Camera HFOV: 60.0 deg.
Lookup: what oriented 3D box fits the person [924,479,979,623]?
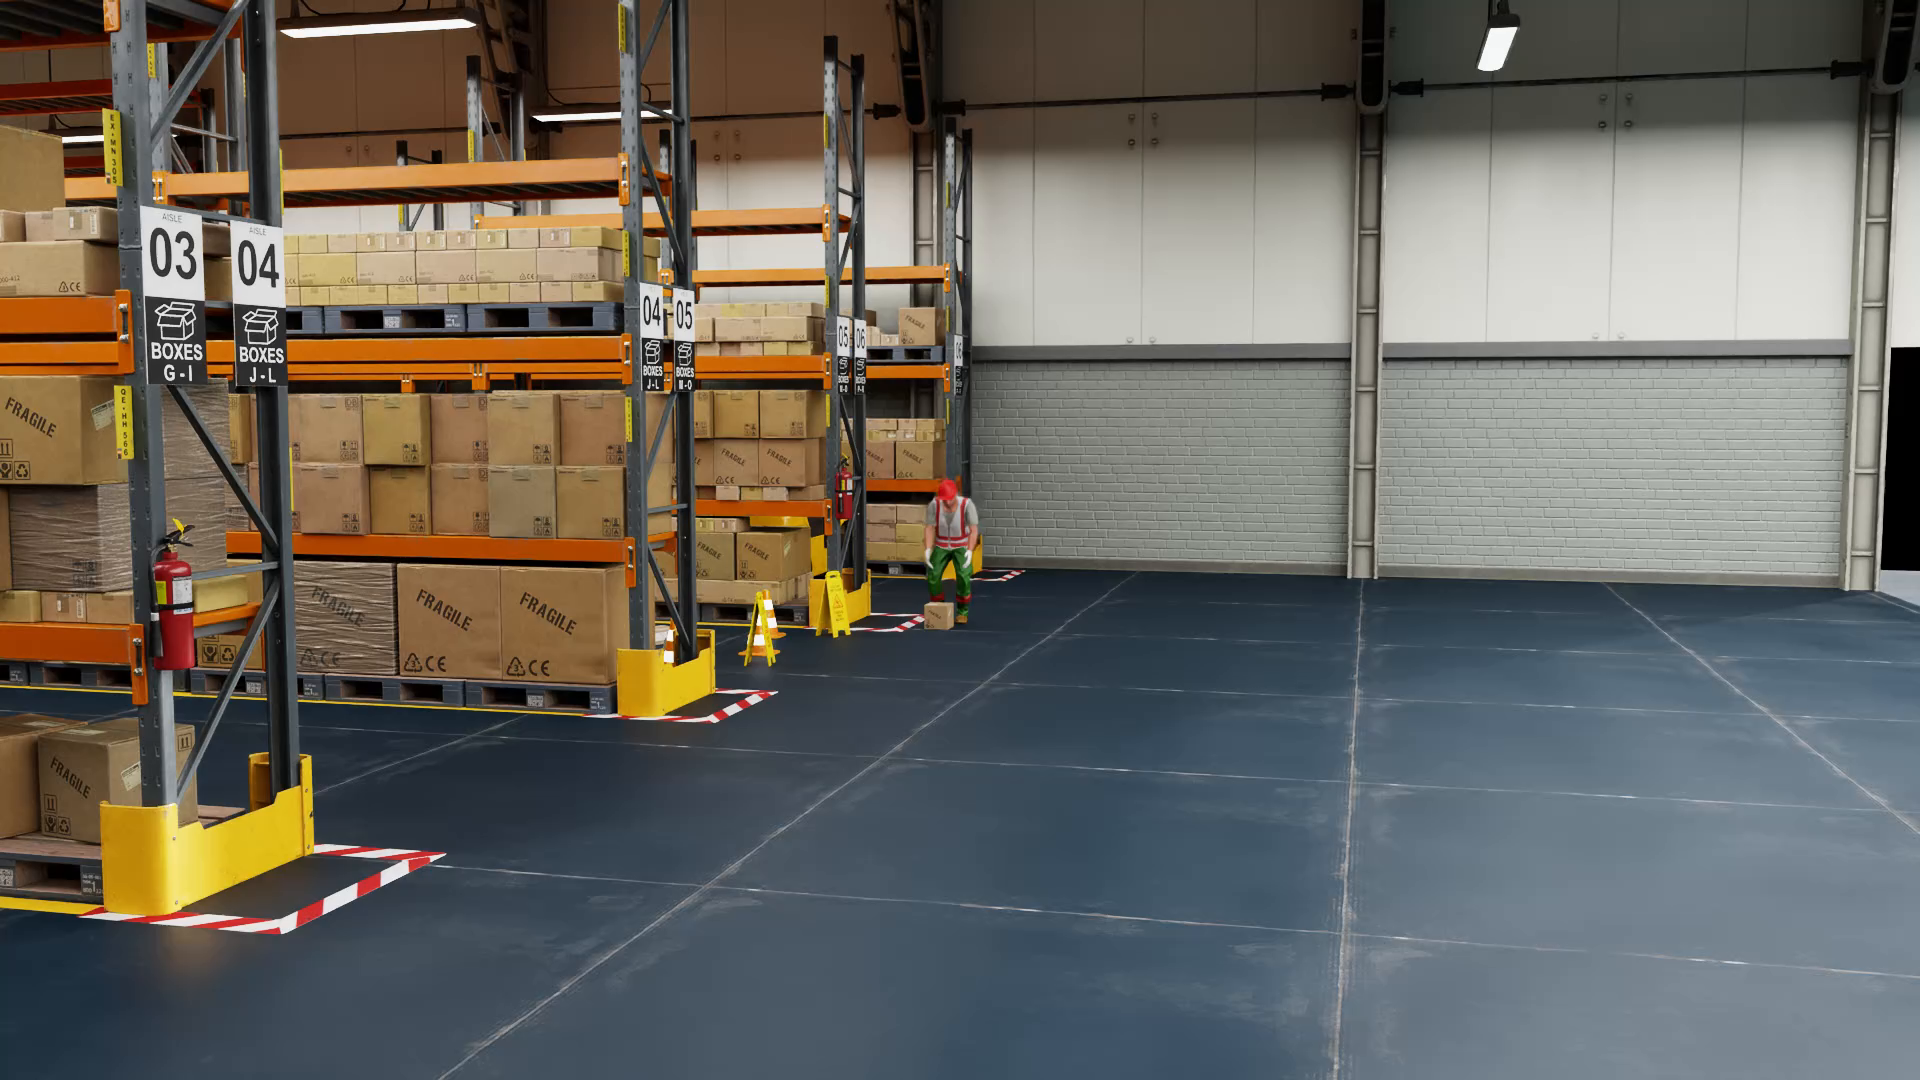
[{"bbox_3d":[-0.081,0.115,17.507,0.579,1.528,0.690,1,5,14],"label":"person"}]
